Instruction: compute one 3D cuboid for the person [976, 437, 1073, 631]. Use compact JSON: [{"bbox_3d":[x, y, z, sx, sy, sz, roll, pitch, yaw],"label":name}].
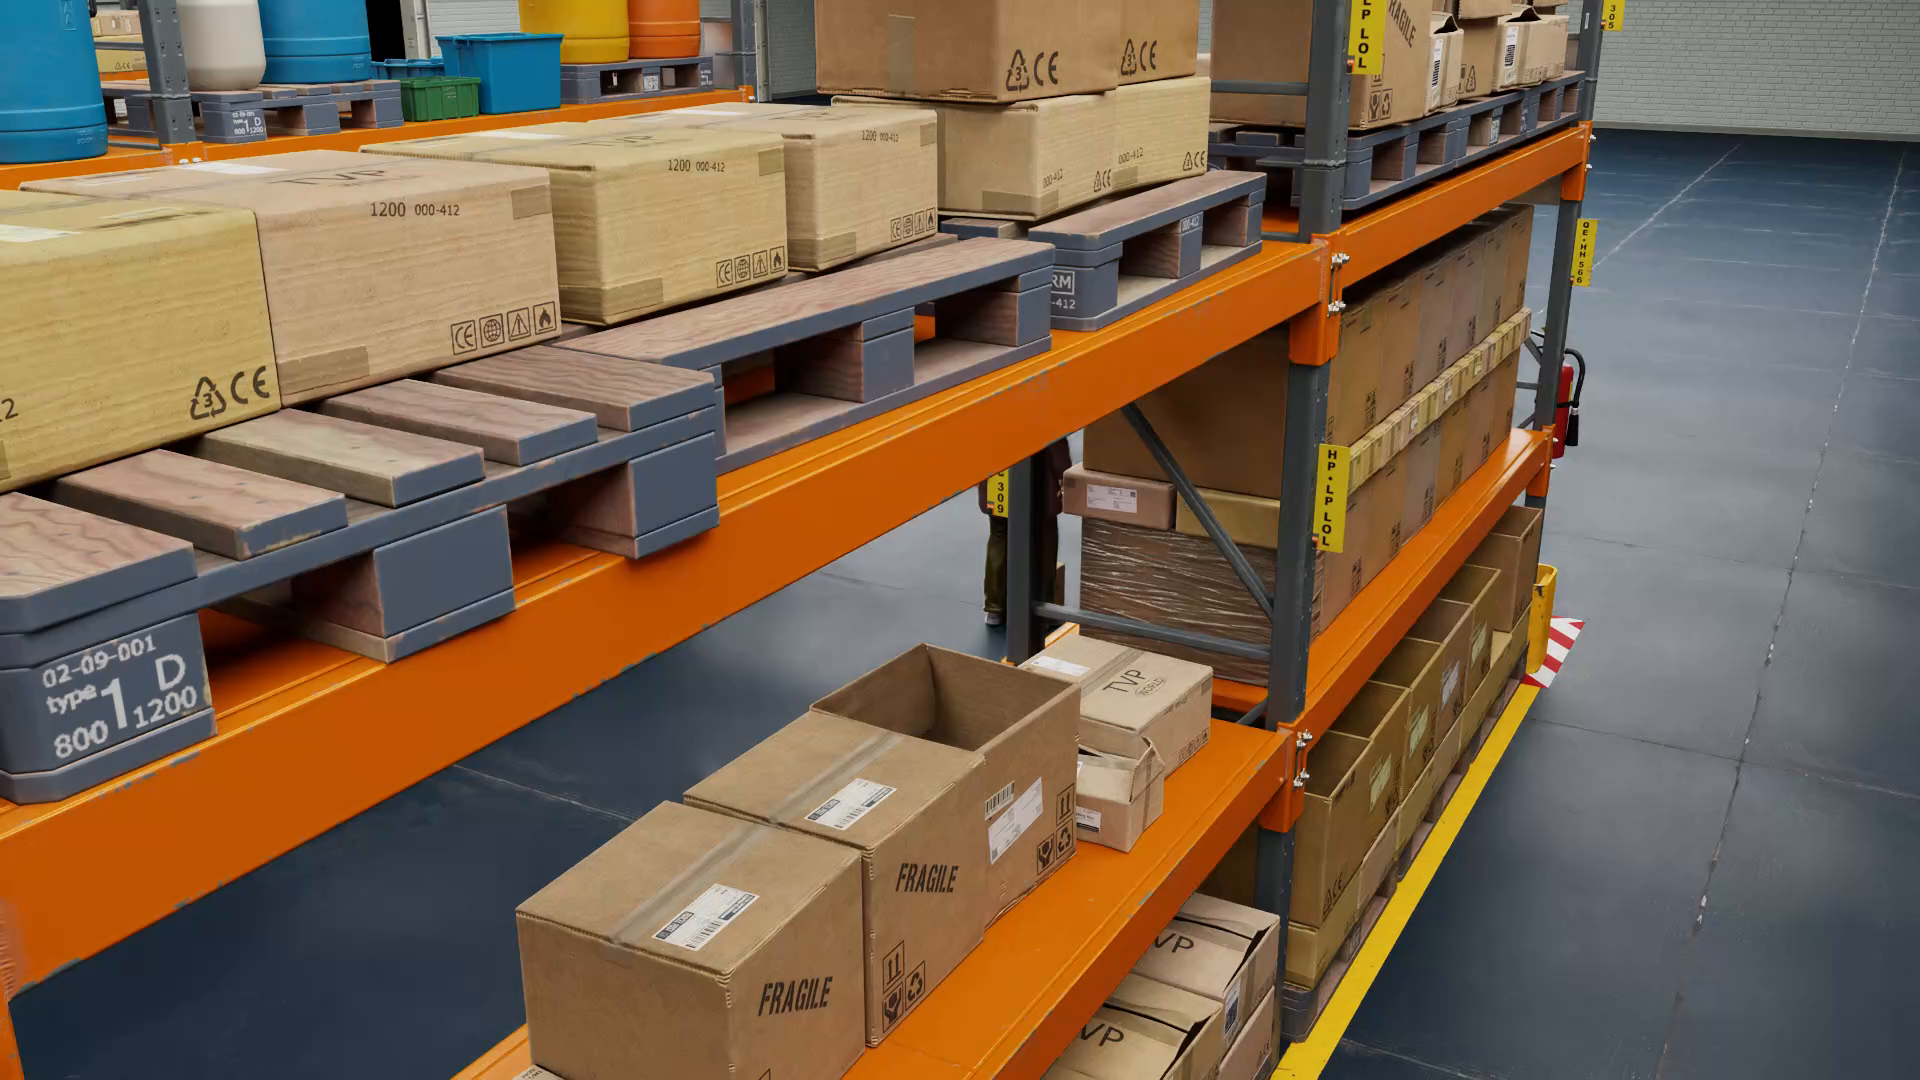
[{"bbox_3d":[0.330,-0.378,9.179,0.641,1.773,0.424,10,21,26],"label":"person"}]
